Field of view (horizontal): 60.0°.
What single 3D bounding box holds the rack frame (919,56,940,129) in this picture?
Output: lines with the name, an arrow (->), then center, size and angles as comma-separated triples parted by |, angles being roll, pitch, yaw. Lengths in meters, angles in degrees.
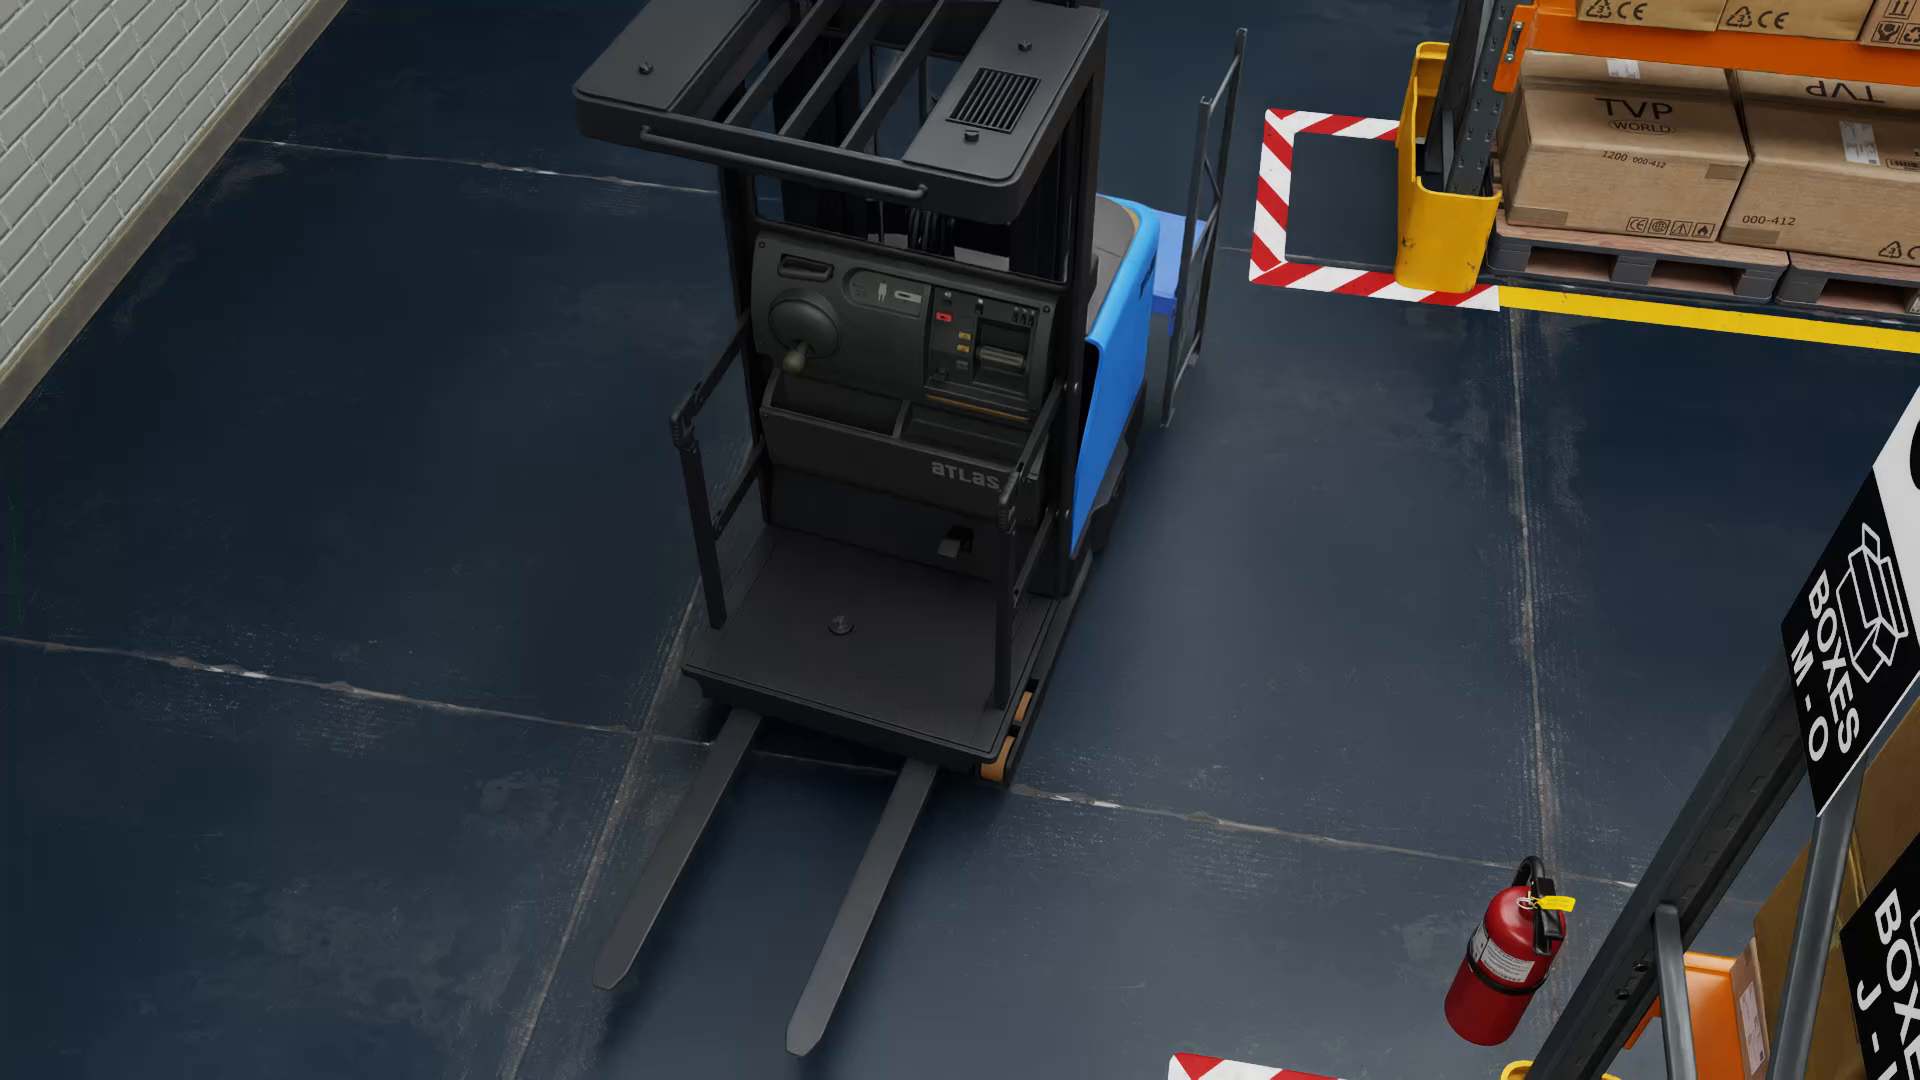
rack frame -> -0.041, -1.403, 6.503 | 0.032, 1.500, 0.500 | 16, 50, 14

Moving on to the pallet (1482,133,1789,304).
pallet -> 2.988, -1.529, 7.482 | 1.213, 0.211, 1.003 | 8, 49, 7

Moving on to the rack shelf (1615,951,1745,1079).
rack shelf -> 3.375, 1.632, 3.250 | 4.000, 0.370, 1.077 | 8, 49, 7

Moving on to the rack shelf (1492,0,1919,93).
rack shelf -> 4.156, -2.004, 6.518 | 4.000, 0.370, 1.077 | 8, 49, 7

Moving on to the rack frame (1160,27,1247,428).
rack frame -> 0.906, -1.127, 6.254 | 0.032, 1.500, 0.500 | 16, 50, 14

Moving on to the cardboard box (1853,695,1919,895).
cardboard box -> 1.901, 0.539, 2.810 | 0.500, 0.500, 0.500 | 7, 48, 6

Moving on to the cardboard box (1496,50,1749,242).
cardboard box -> 2.855, -1.779, 7.272 | 0.875, 0.438, 0.875 | 6, 48, 6

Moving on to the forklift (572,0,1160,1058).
forklift -> -0.246, -0.527, 4.753 | 1.130, 2.935, 3.031 | 15, 50, 13

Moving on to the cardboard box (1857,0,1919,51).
cardboard box -> 3.609, -2.142, 6.091 | 0.500, 0.500, 0.500 | 7, 48, 7

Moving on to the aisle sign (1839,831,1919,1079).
aisle sign -> 1.281, 0.468, 2.065 | 0.004, 0.787, 0.394 | 8, 49, 7

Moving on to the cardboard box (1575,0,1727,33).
cardboard box -> 2.609, -2.269, 6.205 | 0.500, 0.500, 0.500 | 7, 48, 7

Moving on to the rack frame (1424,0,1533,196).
rack frame -> 2.188, -2.509, 6.488 | 0.127, 3.000, 1.000 | 8, 49, 7

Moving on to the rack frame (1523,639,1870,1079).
rack frame -> 1.406, 1.130, 3.218 | 0.053, 2.616, 0.949 | 8, 49, 7

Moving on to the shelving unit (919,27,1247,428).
shelving unit -> 0.433, -1.265, 6.379 | 1.048, 1.500, 0.538 | 16, 50, 14

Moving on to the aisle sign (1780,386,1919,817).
aisle sign -> 1.388, 0.029, 2.459 | 0.004, 0.787, 0.394 | 8, 49, 7

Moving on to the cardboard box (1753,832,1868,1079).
cardboard box -> 1.895, 0.866, 3.188 | 0.500, 0.500, 0.500 | 9, 49, 8

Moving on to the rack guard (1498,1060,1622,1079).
rack guard -> 1.481, 1.973, 4.141 | 0.348, 0.500, 1.175 | 8, 49, 7

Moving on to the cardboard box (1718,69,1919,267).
cardboard box -> 3.757, -1.664, 7.169 | 0.875, 0.438, 0.875 | 9, 49, 8

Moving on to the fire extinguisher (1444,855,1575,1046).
fire extinguisher -> 1.241, 0.907, 3.721 | 0.183, 0.674, 0.296 | 8, 49, 7

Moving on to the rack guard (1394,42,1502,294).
rack guard -> 2.164, -1.677, 7.421 | 0.348, 0.500, 1.175 | 8, 49, 7

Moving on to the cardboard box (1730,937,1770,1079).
cardboard box -> 1.778, 1.048, 3.461 | 0.250, 0.149, 0.380 | 8, 49, 7

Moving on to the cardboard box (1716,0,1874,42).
cardboard box -> 3.112, -2.222, 6.163 | 0.500, 0.500, 0.500 | 7, 48, 6

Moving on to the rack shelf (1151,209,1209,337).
rack shelf -> 0.433, -1.145, 6.512 | 1.000, 0.185, 0.538 | 16, 50, 14

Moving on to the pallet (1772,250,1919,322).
pallet -> 4.185, -1.366, 7.335 | 1.213, 0.211, 1.003 | 8, 49, 7
